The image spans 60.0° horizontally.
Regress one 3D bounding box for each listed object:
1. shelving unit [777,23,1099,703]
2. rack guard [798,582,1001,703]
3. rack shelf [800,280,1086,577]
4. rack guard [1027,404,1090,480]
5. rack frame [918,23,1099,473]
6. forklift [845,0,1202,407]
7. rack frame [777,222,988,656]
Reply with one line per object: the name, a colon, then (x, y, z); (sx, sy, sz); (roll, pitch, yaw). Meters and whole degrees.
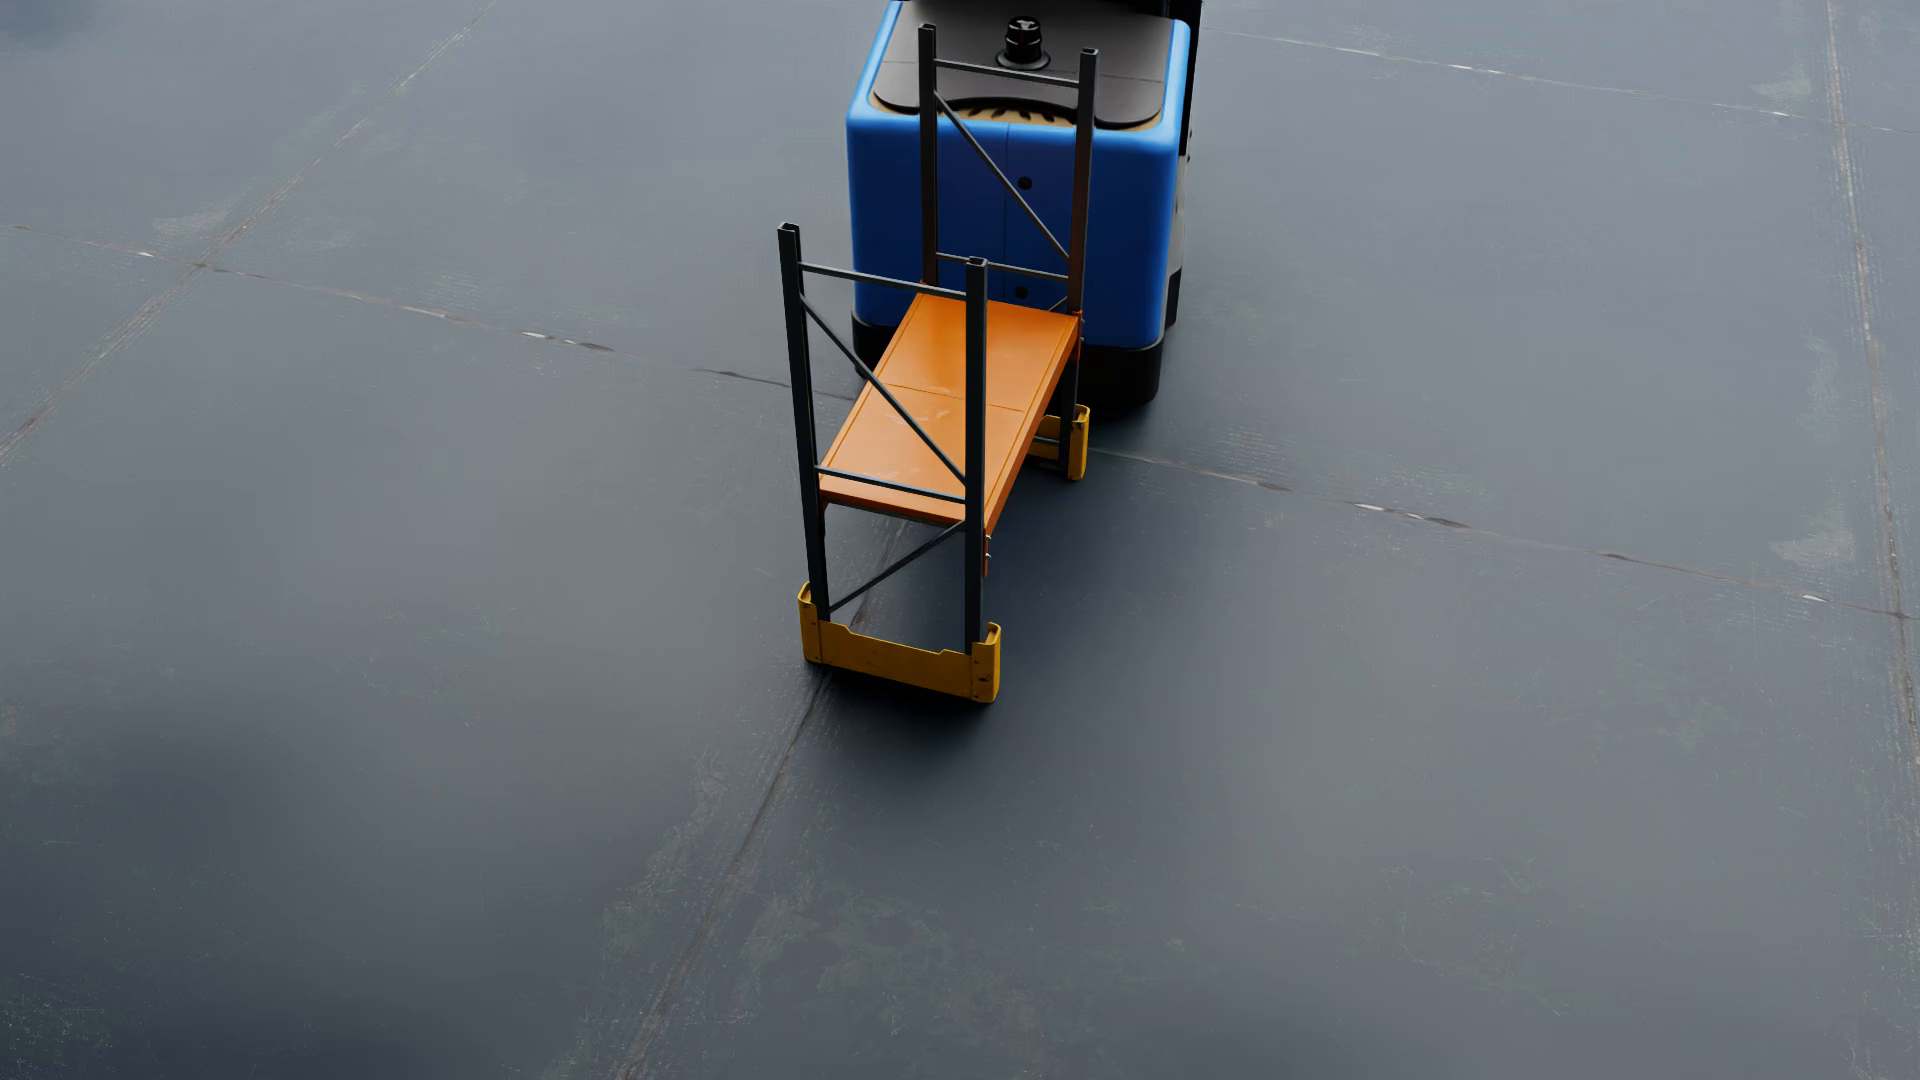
shelving unit: (-0.023, -0.485, 4.674); (0.587, 1.500, 1.083); (13, 46, 13)
rack guard: (-0.174, 0.293, 4.771); (0.587, 0.250, 0.087); (13, 46, 13)
rack shelf: (-0.026, -0.351, 4.793); (0.538, 0.185, 1.000); (13, 46, 13)
rack guard: (0.128, -0.370, 5.450); (0.587, 0.250, 0.087); (13, 46, 13)
rack frame: (0.128, -0.818, 5.014); (0.500, 1.500, 0.032); (13, 46, 13)
forklift: (0.360, -2.534, 5.744); (1.130, 2.935, 3.031); (6, 45, 6)
rack frame: (-0.180, -0.140, 4.321); (0.500, 1.500, 0.032); (13, 46, 13)
